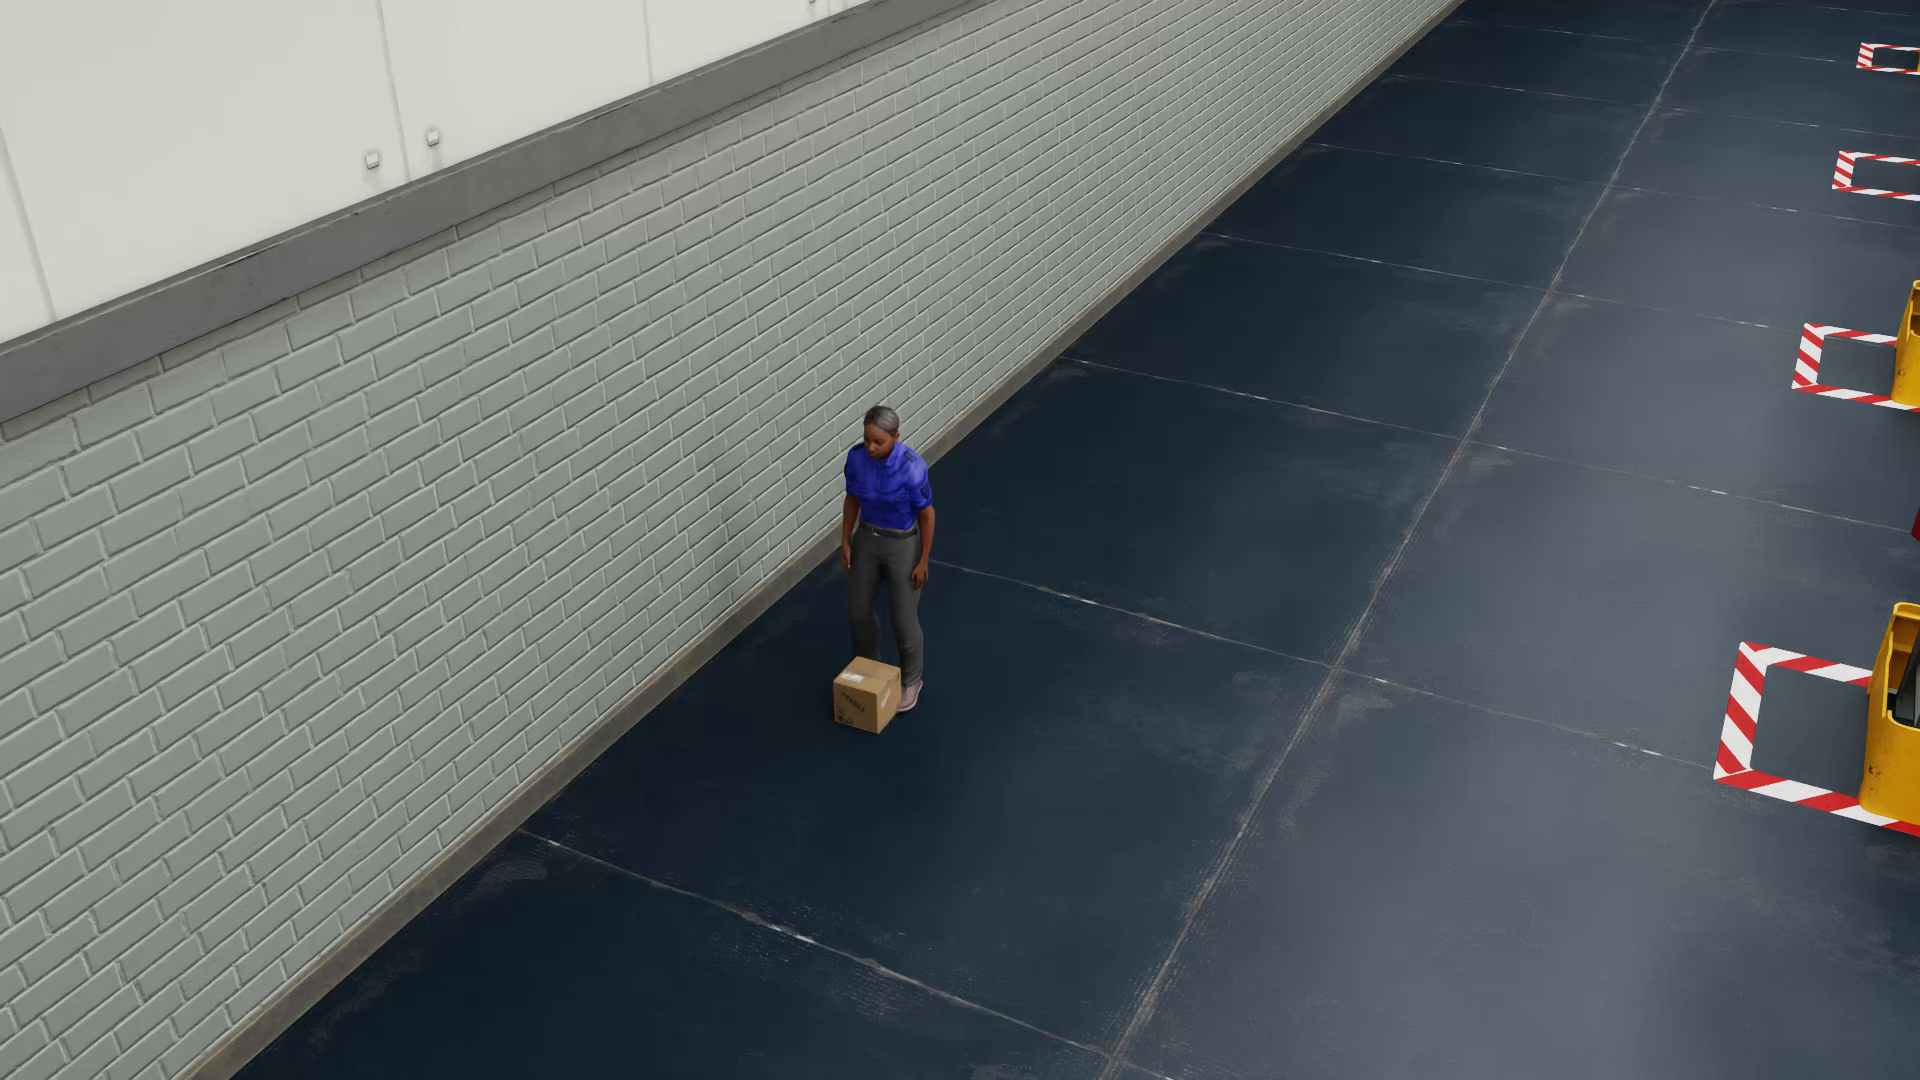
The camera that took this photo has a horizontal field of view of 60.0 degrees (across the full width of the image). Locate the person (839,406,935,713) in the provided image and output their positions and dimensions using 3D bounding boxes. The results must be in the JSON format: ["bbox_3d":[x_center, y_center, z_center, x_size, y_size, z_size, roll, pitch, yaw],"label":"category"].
[{"bbox_3d":[-0.371,0.062,8.183,0.507,1.654,0.348,13,33,21],"label":"person"}]
